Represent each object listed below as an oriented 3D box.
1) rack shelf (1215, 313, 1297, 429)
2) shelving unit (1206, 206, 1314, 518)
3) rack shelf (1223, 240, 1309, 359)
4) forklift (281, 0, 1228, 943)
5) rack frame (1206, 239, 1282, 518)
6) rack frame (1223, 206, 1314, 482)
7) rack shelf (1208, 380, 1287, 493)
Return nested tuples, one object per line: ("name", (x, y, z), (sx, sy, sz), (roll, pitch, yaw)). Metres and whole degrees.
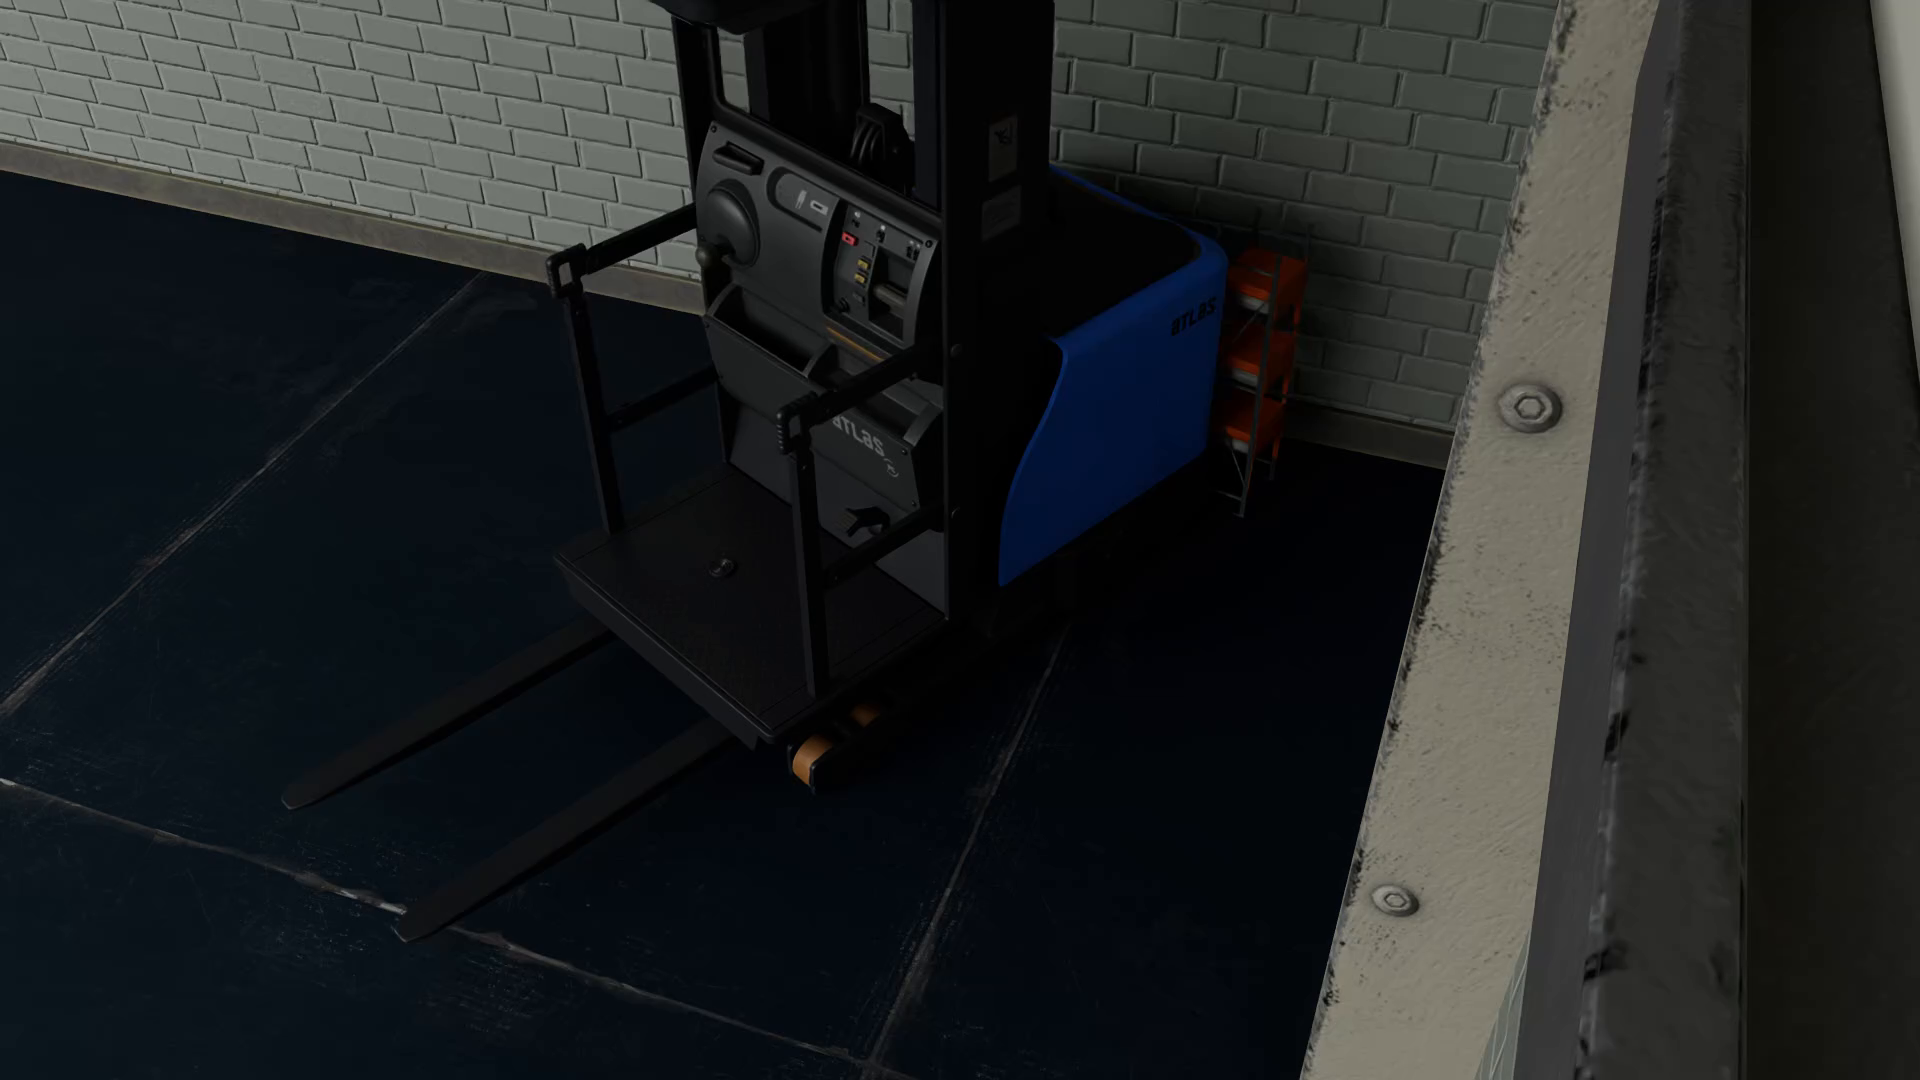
("rack shelf", (0.980, -0.573, 5.628), (0.215, 0.259, 0.240), (23, 46, 24))
("shelving unit", (0.980, -0.581, 5.622), (0.215, 1.050, 0.252), (23, 46, 24))
("rack shelf", (0.981, -0.788, 5.444), (0.215, 0.259, 0.240), (23, 46, 24))
("forklift", (-0.554, -0.765, 4.389), (3.031, 2.935, 1.130), (-32, 50, -32))
("rack frame", (0.914, -0.514, 5.544), (0.200, 1.050, 0.008), (23, 46, 24))
("rack frame", (1.047, -0.647, 5.699), (0.200, 1.050, 0.008), (23, 46, 24))
("rack shelf", (0.980, -0.361, 5.809), (0.215, 0.259, 0.240), (23, 46, 24))
